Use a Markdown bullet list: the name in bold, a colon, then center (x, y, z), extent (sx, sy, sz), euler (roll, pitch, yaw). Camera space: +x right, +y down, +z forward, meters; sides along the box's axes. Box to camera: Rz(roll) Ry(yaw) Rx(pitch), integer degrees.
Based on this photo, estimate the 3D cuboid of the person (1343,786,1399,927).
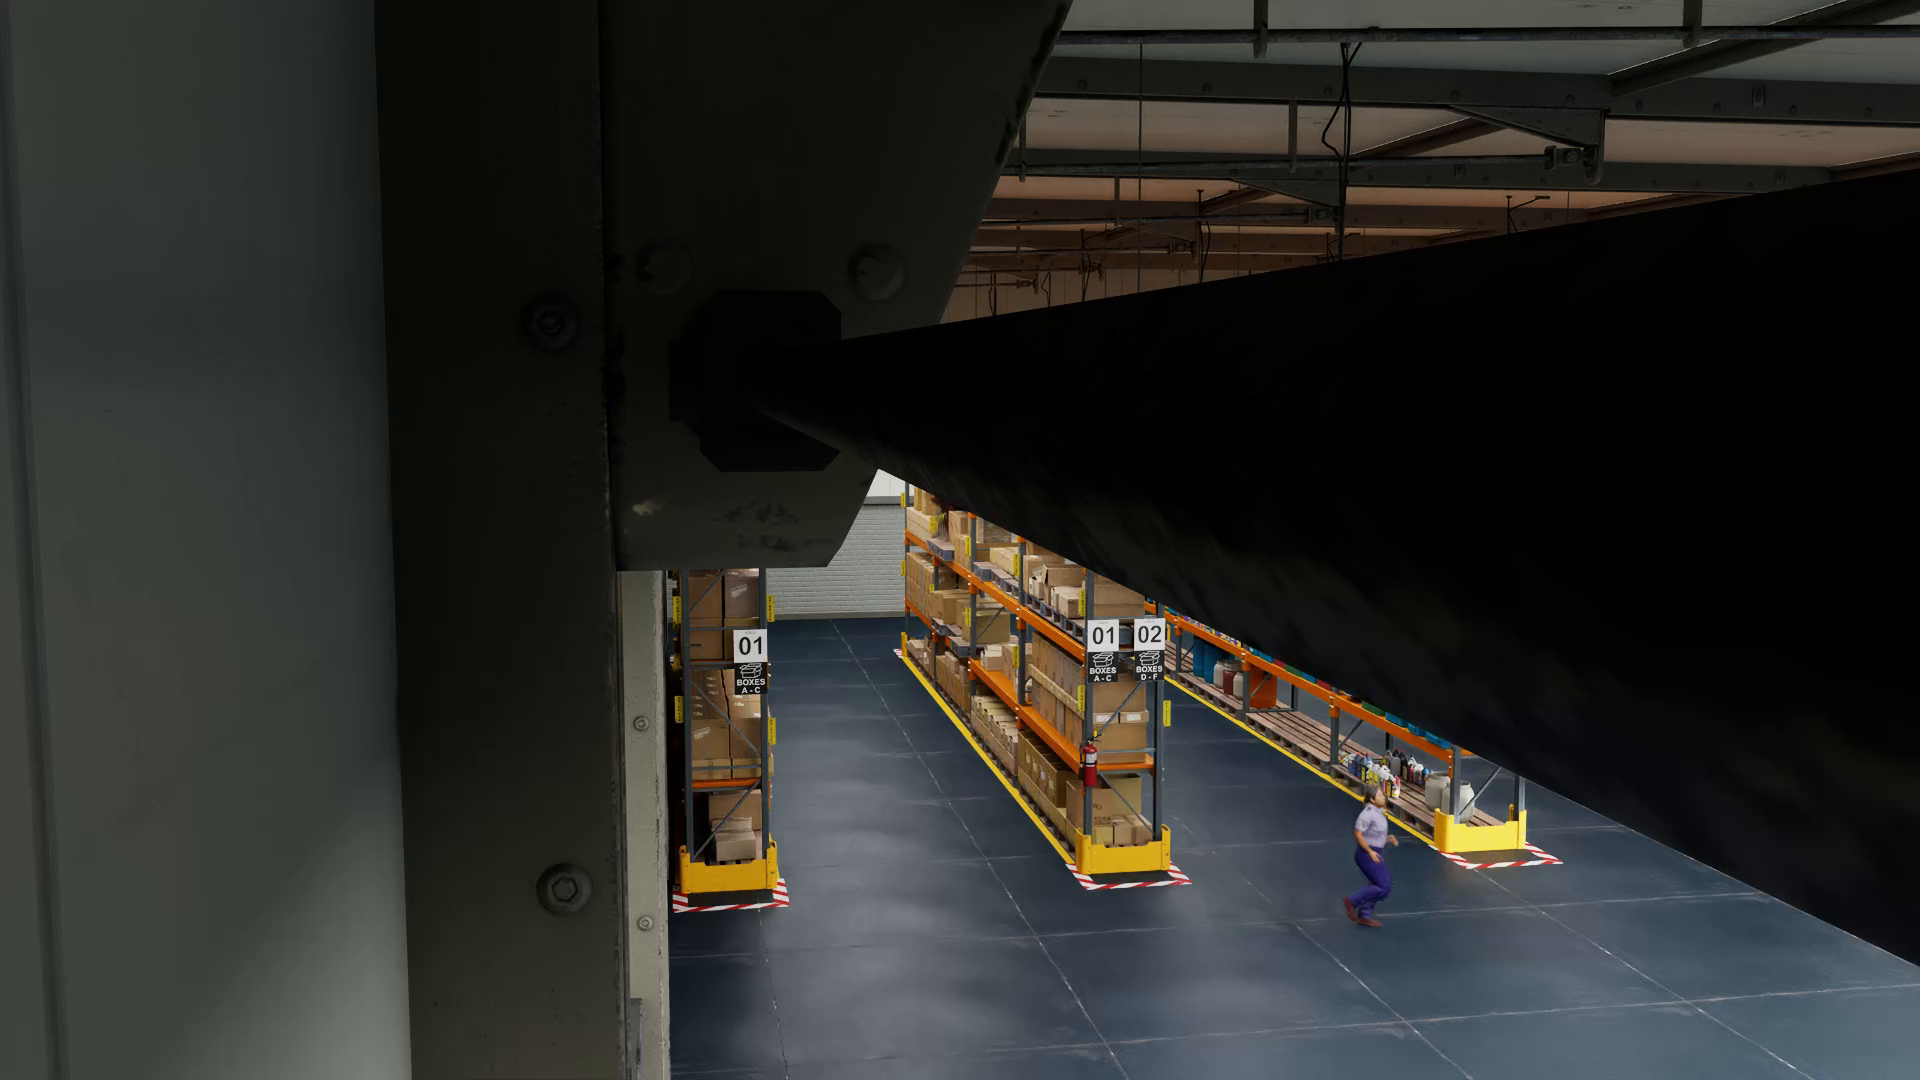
- **person**: center (4.672, 3.593, 18.883), extent (0.581, 1.601, 0.597), euler (2, 6, 18)
